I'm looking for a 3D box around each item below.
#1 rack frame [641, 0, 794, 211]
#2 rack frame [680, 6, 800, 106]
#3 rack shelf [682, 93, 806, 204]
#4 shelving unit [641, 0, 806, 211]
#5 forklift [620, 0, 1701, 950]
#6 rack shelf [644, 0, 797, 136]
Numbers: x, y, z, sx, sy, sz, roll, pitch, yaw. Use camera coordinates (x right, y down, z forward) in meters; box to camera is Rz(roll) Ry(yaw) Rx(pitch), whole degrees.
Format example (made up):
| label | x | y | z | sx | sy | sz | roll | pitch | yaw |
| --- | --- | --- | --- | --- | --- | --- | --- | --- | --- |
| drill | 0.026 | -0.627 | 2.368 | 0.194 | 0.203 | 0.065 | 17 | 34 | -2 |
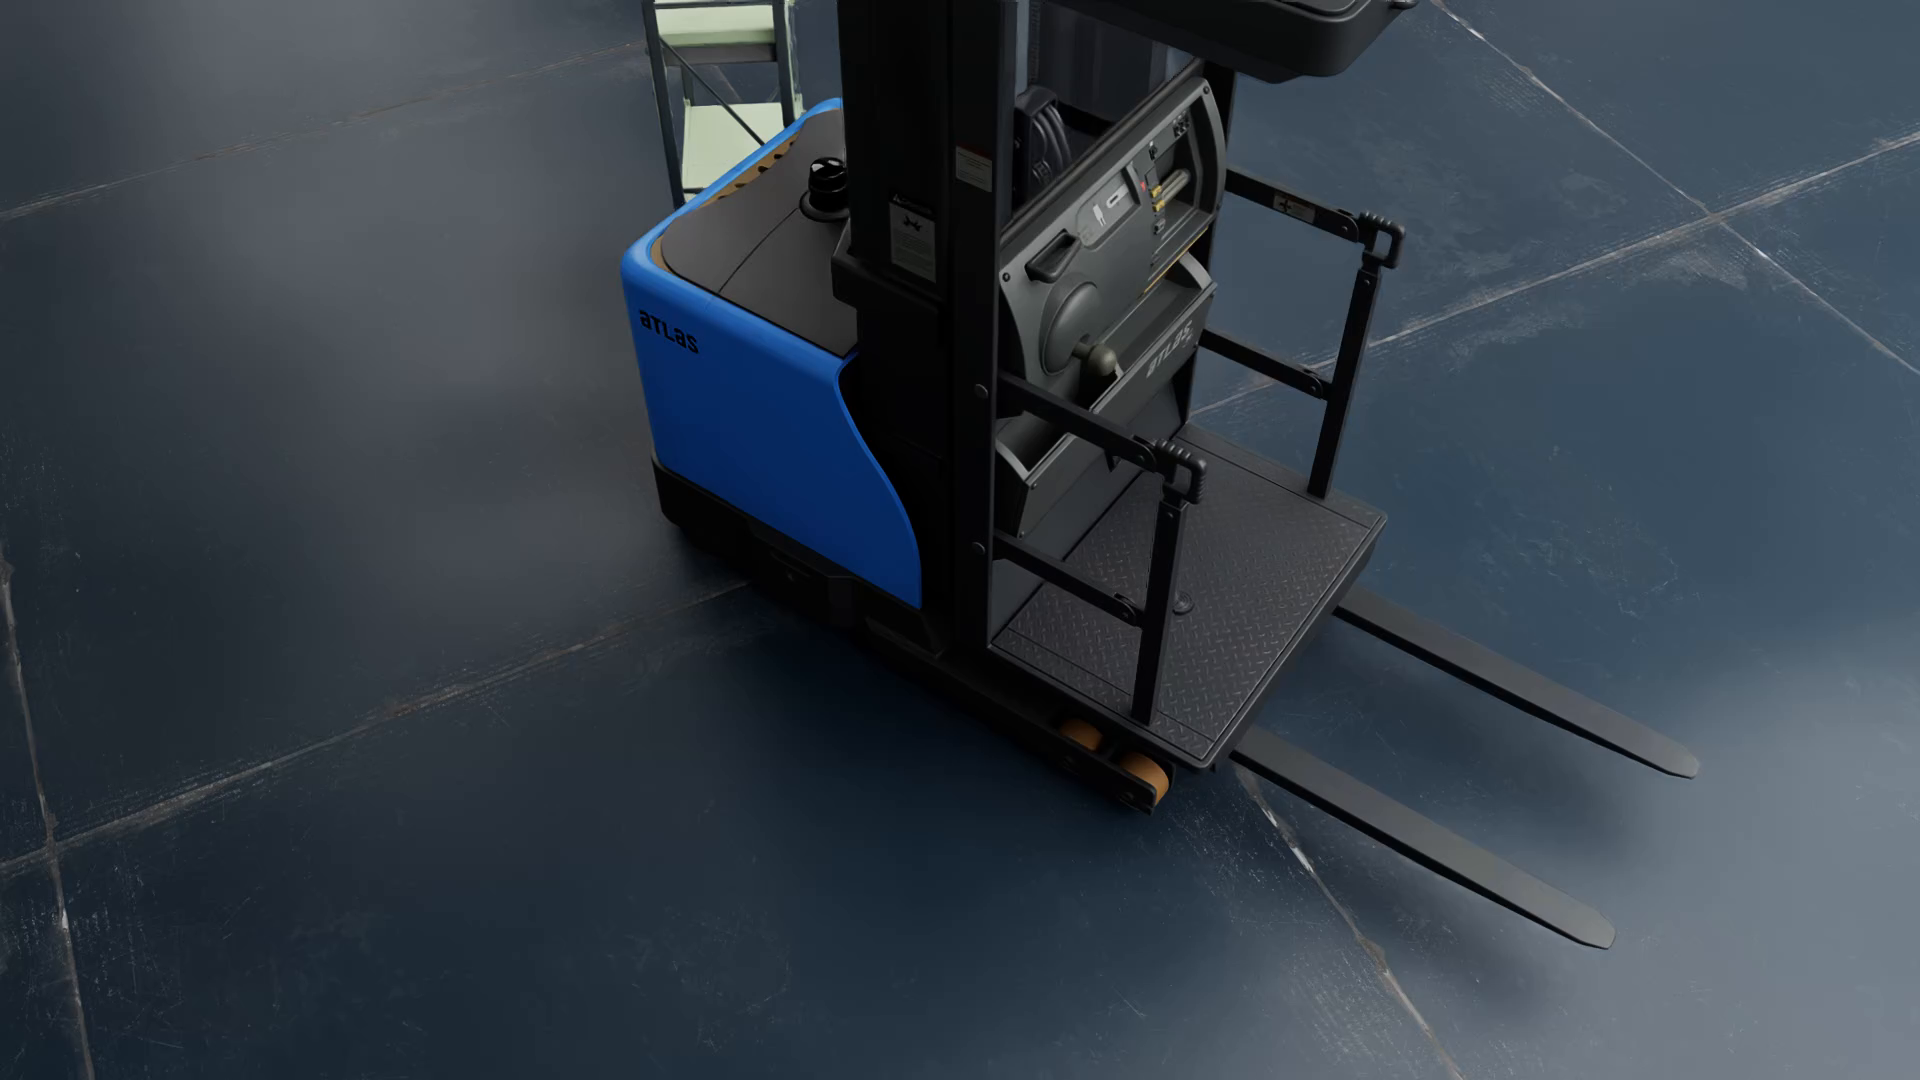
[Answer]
| label | x | y | z | sx | sy | sz | roll | pitch | yaw |
| --- | --- | --- | --- | --- | --- | --- | --- | --- | --- |
| rack frame | -0.702 | -1.099 | 5.215 | 0.400 | 1.500 | 0.023 | -3 | 49 | -3 |
| rack frame | -0.759 | -1.649 | 5.696 | 0.400 | 1.500 | 0.023 | -3 | 49 | -3 |
| rack shelf | -0.730 | -1.159 | 5.701 | 0.431 | 0.370 | 0.720 | -3 | 49 | -3 |
| shelving unit | -0.730 | -1.374 | 5.455 | 0.431 | 1.500 | 0.755 | -3 | 49 | -3 |
| forklift | 0.551 | -0.679 | 3.897 | 3.031 | 2.935 | 1.130 | 28 | 55 | 22 |
| rack shelf | -0.730 | -1.631 | 5.162 | 0.431 | 0.370 | 0.720 | -3 | 49 | -3 |
